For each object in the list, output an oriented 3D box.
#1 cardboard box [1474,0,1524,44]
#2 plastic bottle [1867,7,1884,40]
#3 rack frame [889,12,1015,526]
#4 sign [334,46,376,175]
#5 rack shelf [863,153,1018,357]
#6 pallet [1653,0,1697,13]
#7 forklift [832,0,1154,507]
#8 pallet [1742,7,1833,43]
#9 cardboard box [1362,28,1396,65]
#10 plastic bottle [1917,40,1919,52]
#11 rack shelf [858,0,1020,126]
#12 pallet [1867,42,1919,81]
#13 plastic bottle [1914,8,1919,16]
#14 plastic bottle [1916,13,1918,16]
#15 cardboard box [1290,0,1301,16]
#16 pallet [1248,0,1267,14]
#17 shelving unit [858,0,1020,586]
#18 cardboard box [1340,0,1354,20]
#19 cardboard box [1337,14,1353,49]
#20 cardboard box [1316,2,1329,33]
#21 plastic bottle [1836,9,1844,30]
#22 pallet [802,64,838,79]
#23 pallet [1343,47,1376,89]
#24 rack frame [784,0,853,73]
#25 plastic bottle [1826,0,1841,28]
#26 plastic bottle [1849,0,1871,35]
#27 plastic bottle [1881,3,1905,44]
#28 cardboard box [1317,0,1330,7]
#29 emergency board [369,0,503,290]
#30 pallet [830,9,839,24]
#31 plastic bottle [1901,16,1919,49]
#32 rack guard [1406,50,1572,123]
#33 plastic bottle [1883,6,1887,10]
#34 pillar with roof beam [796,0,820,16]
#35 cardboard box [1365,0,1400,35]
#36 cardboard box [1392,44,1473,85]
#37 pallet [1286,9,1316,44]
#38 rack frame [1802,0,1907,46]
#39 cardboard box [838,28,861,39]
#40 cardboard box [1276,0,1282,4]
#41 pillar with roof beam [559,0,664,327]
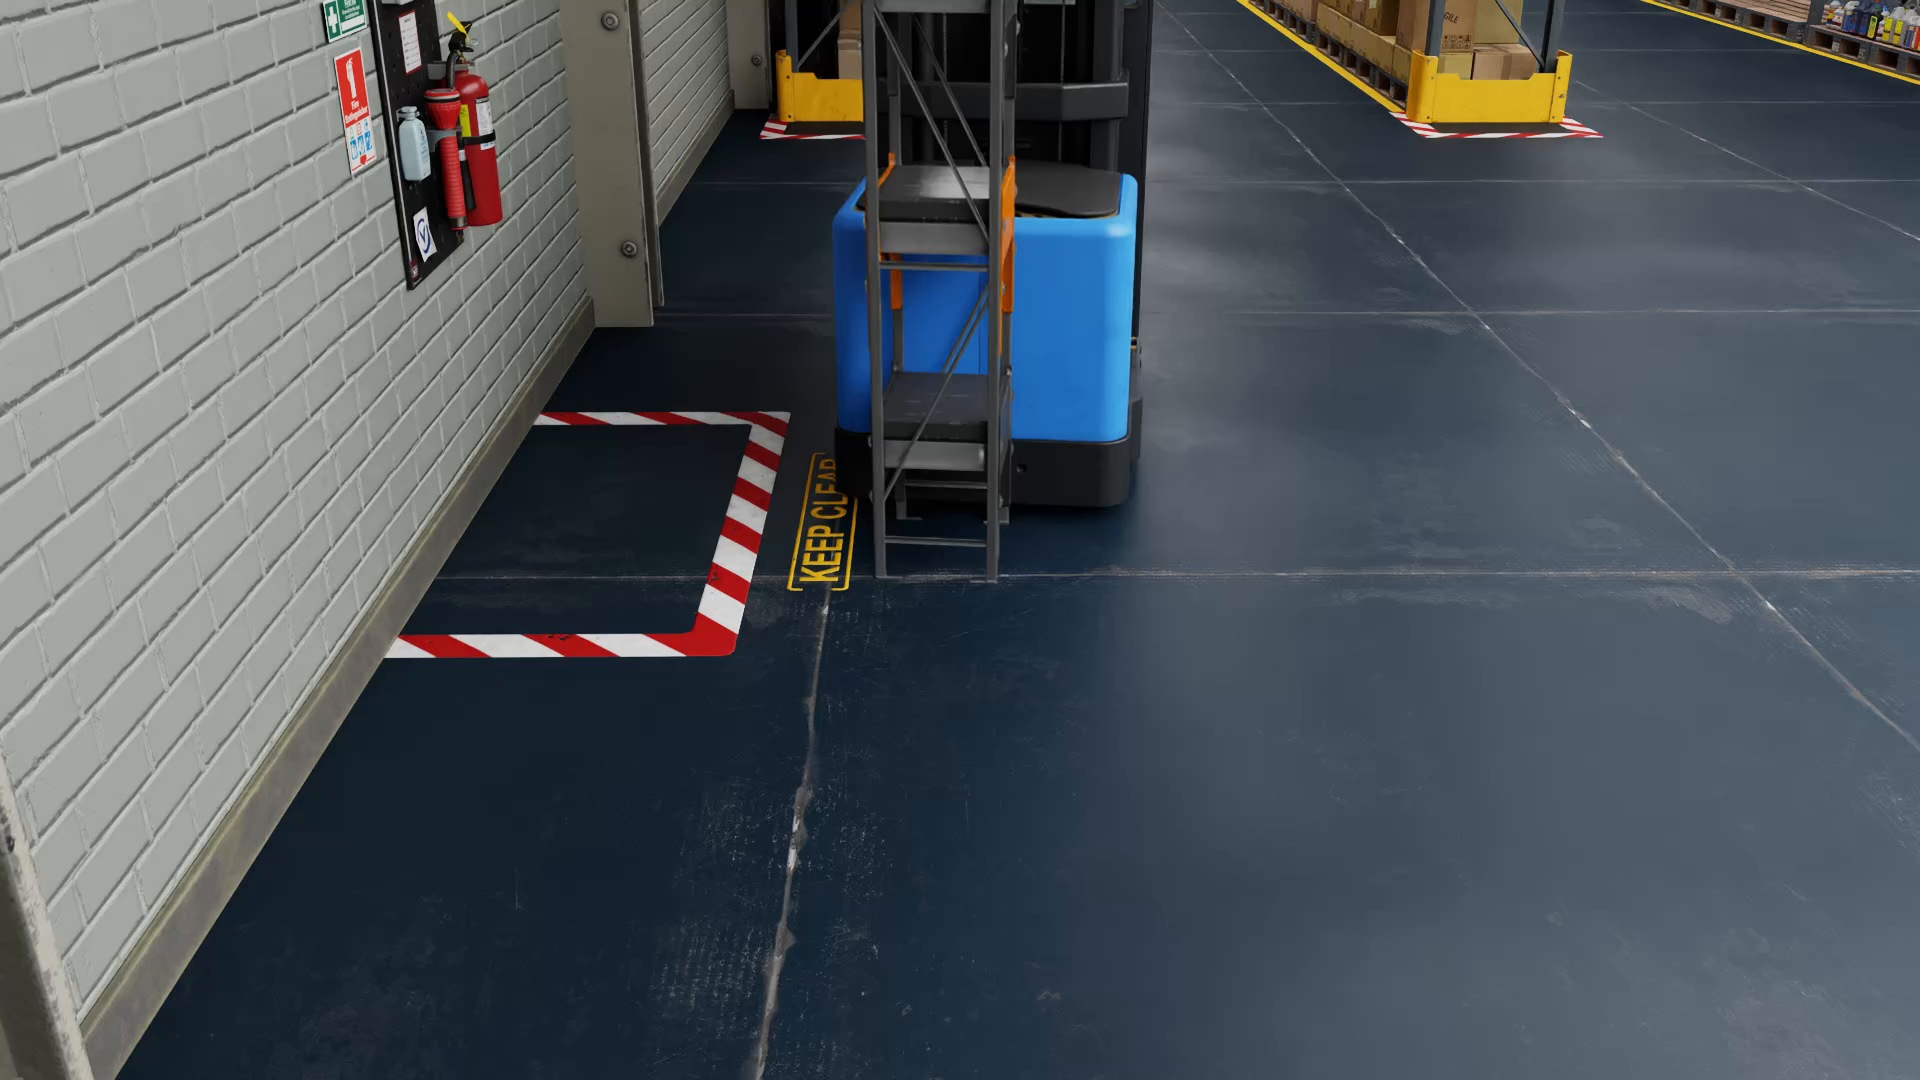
[{"bbox_3d":[4.326,-4.398,13.751,0.500,0.500,0.500,0,24,-1],"label":"cardboard box"},{"bbox_3d":[8.582,-4.841,15.576,0.061,0.283,0.133,1,24,2],"label":"plastic bottle"},{"bbox_3d":[-0.027,-1.019,5.455,0.400,2.100,0.015,3,24,6],"label":"rack frame"},{"bbox_3d":[-1.752,-1.248,4.825,0.001,0.329,0.234,0,24,-1],"label":"sign"},{"bbox_3d":[-0.053,-0.907,5.240,0.431,0.518,0.480,3,24,6],"label":"rack shelf"},{"bbox_3d":[8.952,-6.417,19.682,1.003,0.211,1.213,0,24,-1],"label":"pallet"},{"bbox_3d":[0.225,-2.023,6.667,1.130,2.935,3.031,3,24,6],"label":"forklift"},{"bbox_3d":[8.978,-5.412,17.459,1.003,0.211,1.213,0,24,-1],"label":"pallet"},{"bbox_3d":[3.790,-4.260,14.356,0.500,0.250,0.500,0,24,-1],"label":"cardboard box"},{"bbox_3d":[8.591,-4.476,14.769,0.061,0.283,0.133,0,24,1],"label":"plastic bottle"},{"bbox_3d":[-0.053,-1.544,4.951,0.431,0.518,0.480,3,24,6],"label":"rack shelf"},{"bbox_3d":[9.008,-4.307,15.018,1.003,0.211,1.213,0,24,-1],"label":"pallet"},{"bbox_3d":[9.175,-4.964,15.857,0.152,0.276,0.135,0,24,-1],"label":"plastic bottle"},{"bbox_3d":[8.774,-4.742,15.366,0.152,0.276,0.135,0,24,-1],"label":"plastic bottle"},{"bbox_3d":[3.775,-5.655,17.440,0.500,0.250,0.500,-1,24,-1],"label":"cardboard box"},{"bbox_3d":[3.999,-6.376,19.592,1.003,0.211,1.213,0,24,-1],"label":"pallet"},{"bbox_3d":[-0.053,-0.919,5.234,0.431,2.100,0.503,3,24,6],"label":"shelving unit"},{"bbox_3d":[3.776,-5.014,15.113,0.500,0.500,0.500,0,24,-1],"label":"cardboard box"},{"bbox_3d":[3.775,-4.672,15.267,0.500,0.250,0.500,0,24,-1],"label":"cardboard box"},{"bbox_3d":[3.775,-5.084,16.178,0.500,0.250,0.500,0,24,-1],"label":"cardboard box"},{"bbox_3d":[8.593,-5.067,16.176,0.097,0.201,0.097,0,24,0],"label":"plastic bottle"},{"bbox_3d":[-0.811,-3.762,13.811,1.003,0.211,1.213,0,24,-1],"label":"pallet"},{"bbox_3d":[4.056,-4.236,14.859,1.003,0.211,1.213,0,24,-1],"label":"pallet"},{"bbox_3d":[-0.837,-4.666,12.427,1.000,3.000,0.127,0,24,-1],"label":"rack frame"},{"bbox_3d":[8.591,-5.183,16.346,0.097,0.271,0.097,0,24,0],"label":"plastic bottle"},{"bbox_3d":[8.620,-5.018,15.885,0.144,0.351,0.185,0,24,1],"label":"plastic bottle"},{"bbox_3d":[8.626,-4.765,15.326,0.144,0.351,0.185,0,24,-1],"label":"plastic bottle"},{"bbox_3d":[3.765,-5.426,16.024,0.500,0.500,0.500,0,24,-1],"label":"cardboard box"},{"bbox_3d":[-1.655,-1.460,5.337,0.194,1.169,0.643,0,24,-1],"label":"emergency board"},{"bbox_3d":[-0.891,-5.364,17.355,1.003,0.211,1.213,0,24,-1],"label":"pallet"},{"bbox_3d":[8.634,-4.586,15.021,0.152,0.276,0.135,-1,24,-2],"label":"plastic bottle"},{"bbox_3d":[4.117,-3.541,12.973,1.175,0.500,0.348,0,24,-1],"label":"rack guard"},{"bbox_3d":[8.742,-4.922,15.771,0.097,0.271,0.097,0,24,0],"label":"plastic bottle"},{"bbox_3d":[2.530,-10.176,17.329,9.100,9.000,0.400,0,24,-1],"label":"pillar with roof beam"},{"bbox_3d":[3.787,-4.602,14.201,0.500,0.500,0.500,0,24,-1],"label":"cardboard box"},{"bbox_3d":[3.815,-3.848,13.445,0.500,0.250,0.500,0,24,-1],"label":"cardboard box"},{"bbox_3d":[4.026,-5.371,17.369,1.003,0.211,1.213,0,24,-1],"label":"pallet"},{"bbox_3d":[9.026,-6.359,16.170,1.000,3.000,0.127,0,24,-1],"label":"rack frame"},{"bbox_3d":[-0.761,-4.162,14.041,0.500,0.311,0.500,2,24,4],"label":"cardboard box"},{"bbox_3d":[3.764,-6.075,18.369,0.500,0.250,0.500,0,24,1],"label":"cardboard box"},{"bbox_3d":[2.661,-5.231,6.396,9.100,9.000,0.400,0,24,-1],"label":"pillar with roof beam"}]
